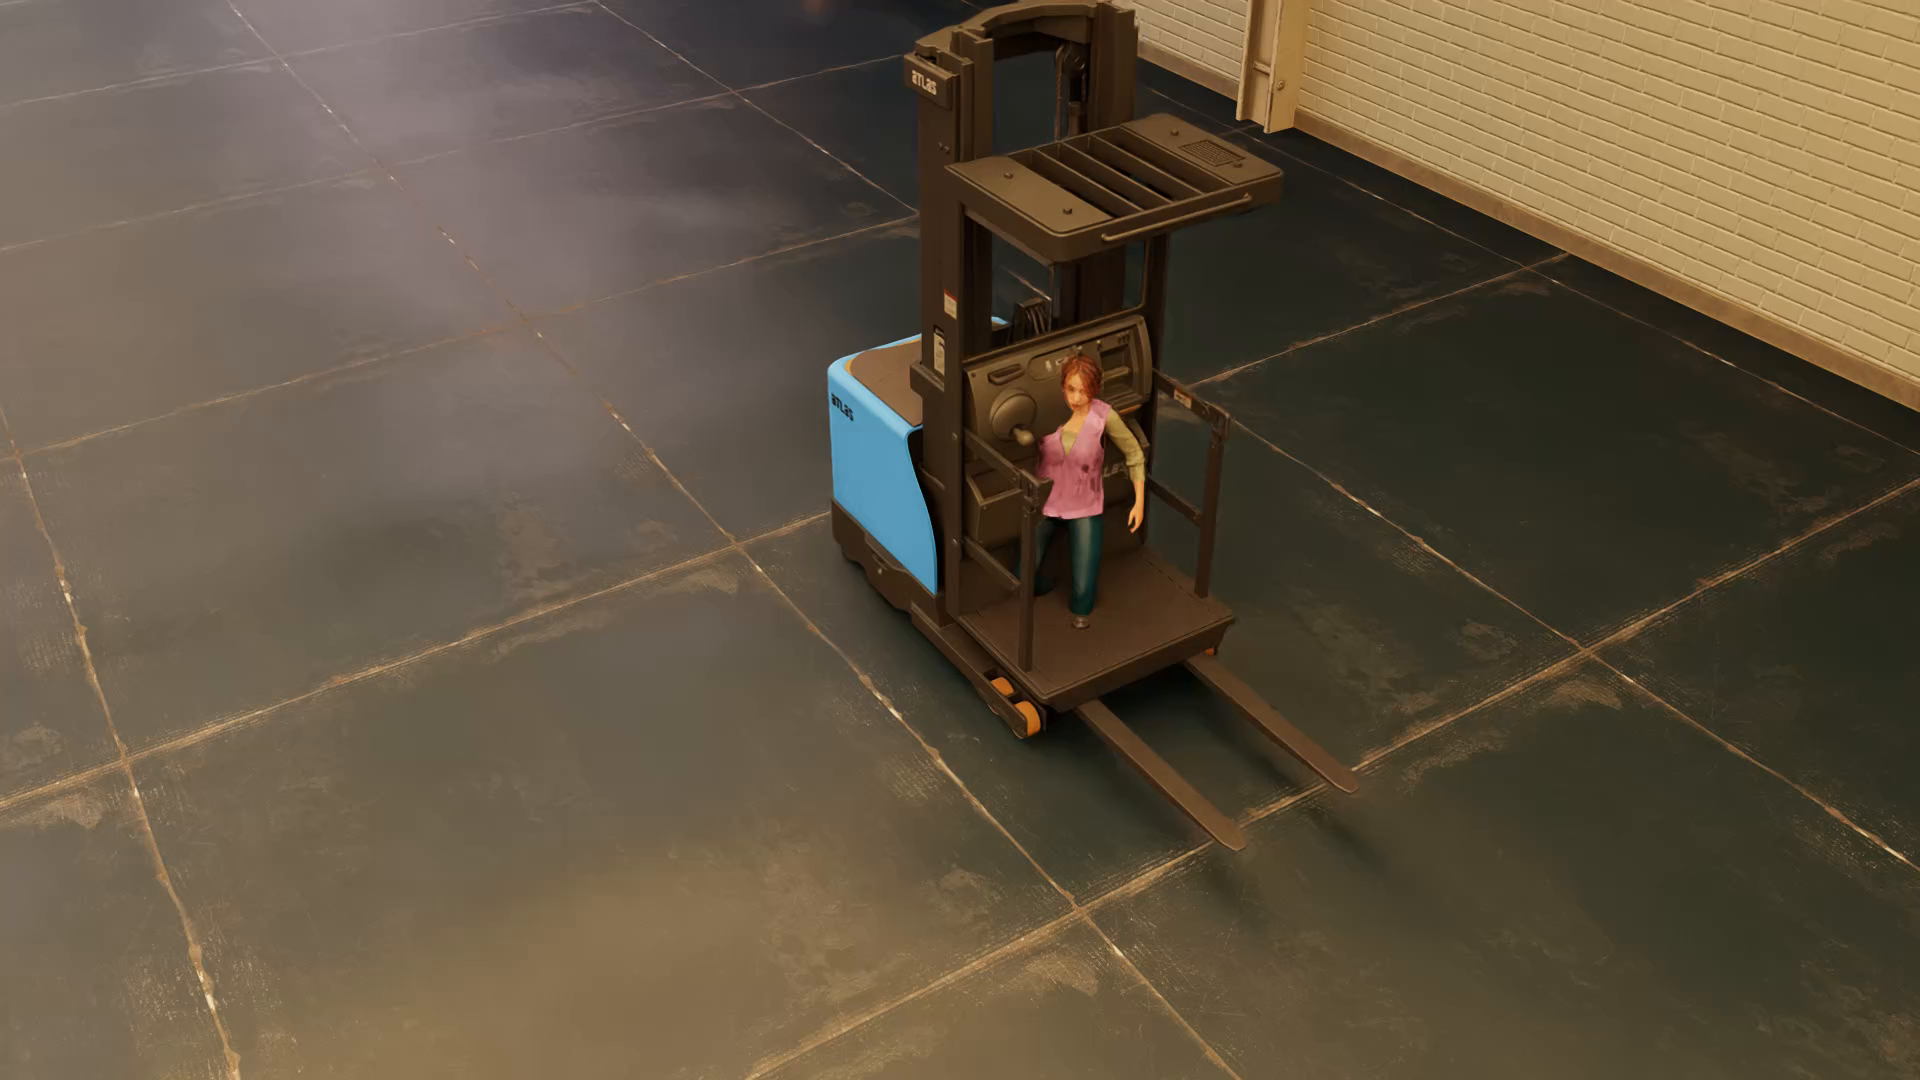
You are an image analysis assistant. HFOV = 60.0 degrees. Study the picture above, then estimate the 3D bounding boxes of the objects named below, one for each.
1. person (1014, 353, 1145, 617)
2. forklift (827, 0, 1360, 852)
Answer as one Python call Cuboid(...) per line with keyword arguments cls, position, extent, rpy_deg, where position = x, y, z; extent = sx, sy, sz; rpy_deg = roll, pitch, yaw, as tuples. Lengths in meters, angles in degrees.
Cuboid(cls="person", position=(0.447, -0.053, 7.423), extent=(0.702, 1.544, 0.679), rpy_deg=(7, 36, 10))
Cuboid(cls="forklift", position=(0.556, -0.624, 7.036), extent=(1.130, 2.935, 3.031), rpy_deg=(-20, 40, -26))
